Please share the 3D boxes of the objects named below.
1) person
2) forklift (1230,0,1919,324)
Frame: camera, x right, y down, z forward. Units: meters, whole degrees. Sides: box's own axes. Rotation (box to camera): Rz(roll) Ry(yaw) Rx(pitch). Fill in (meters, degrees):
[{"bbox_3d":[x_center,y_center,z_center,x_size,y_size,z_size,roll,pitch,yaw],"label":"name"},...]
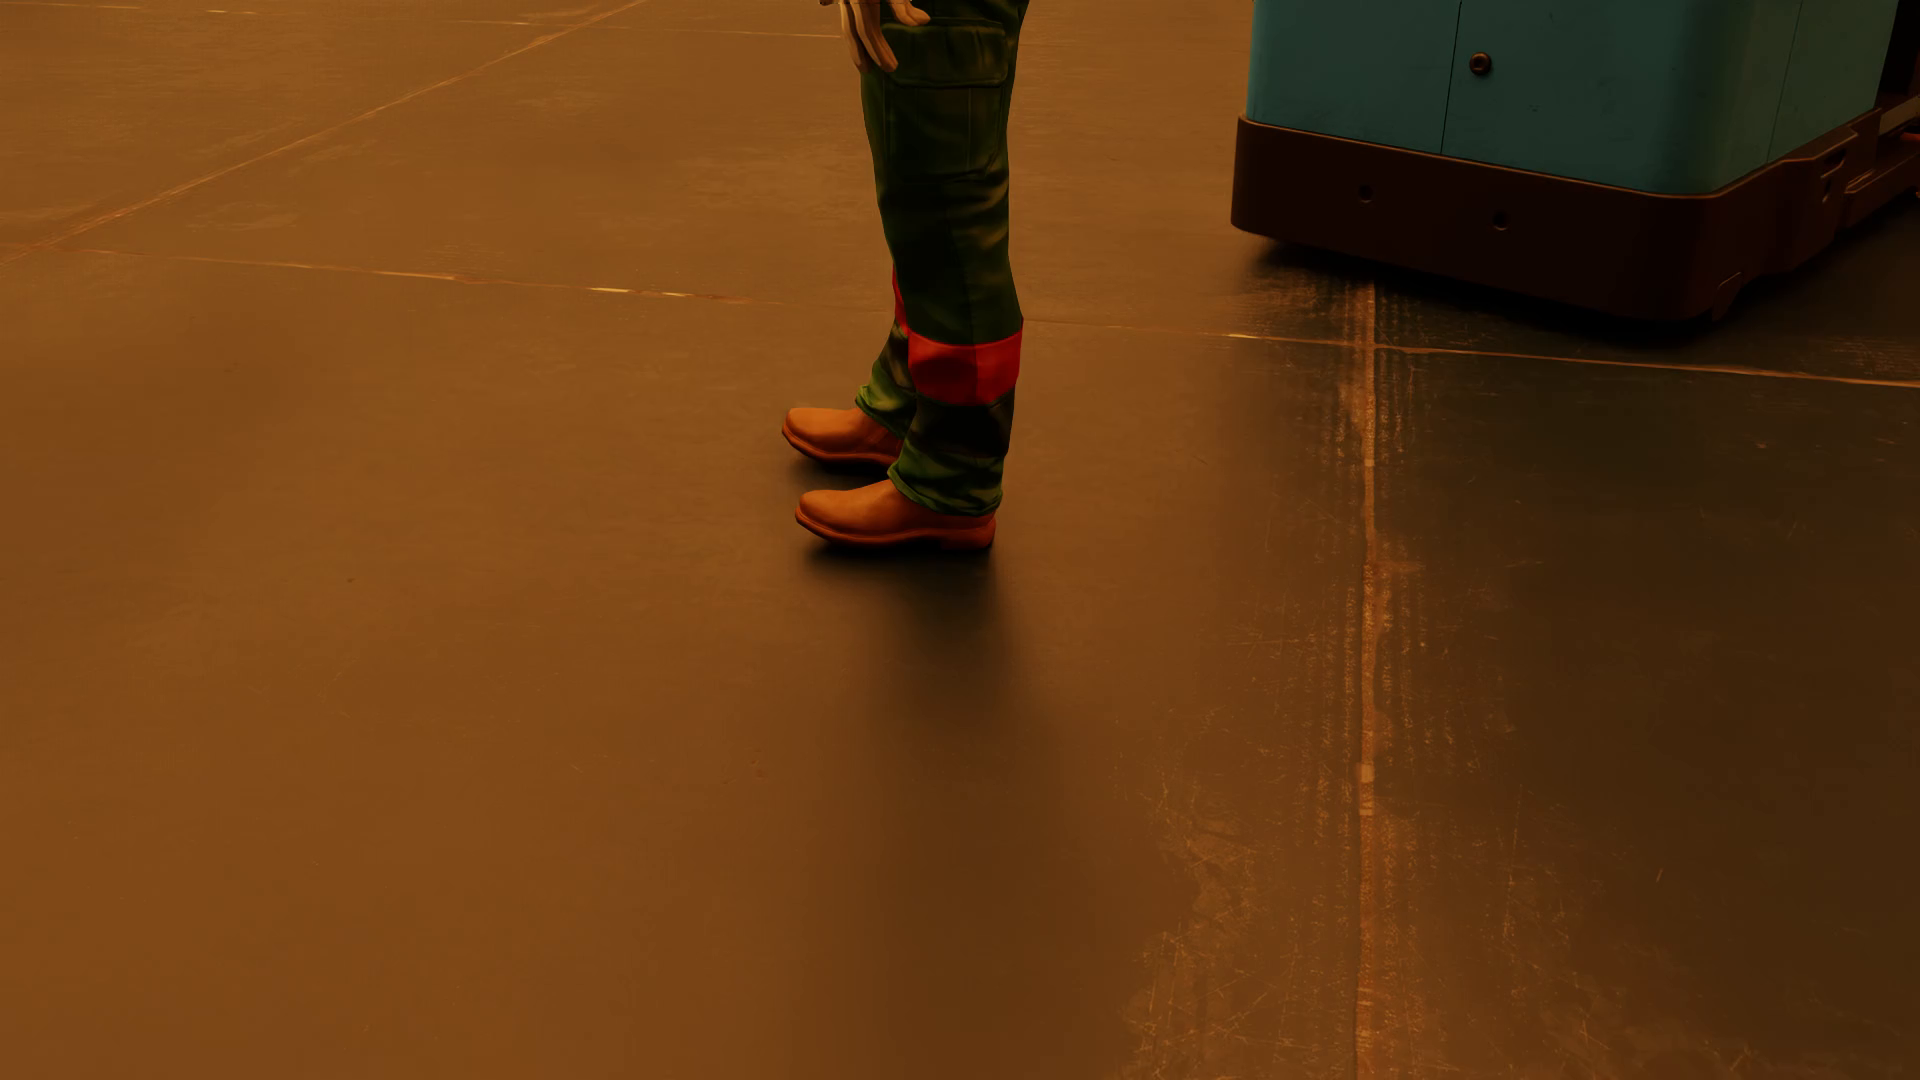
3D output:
[{"bbox_3d":[-0.077,-0.817,2.119,0.562,1.789,0.638,6,27,11],"label":"person"},{"bbox_3d":[1.972,-2.305,3.814,1.130,2.935,3.031,22,34,37],"label":"forklift"}]
